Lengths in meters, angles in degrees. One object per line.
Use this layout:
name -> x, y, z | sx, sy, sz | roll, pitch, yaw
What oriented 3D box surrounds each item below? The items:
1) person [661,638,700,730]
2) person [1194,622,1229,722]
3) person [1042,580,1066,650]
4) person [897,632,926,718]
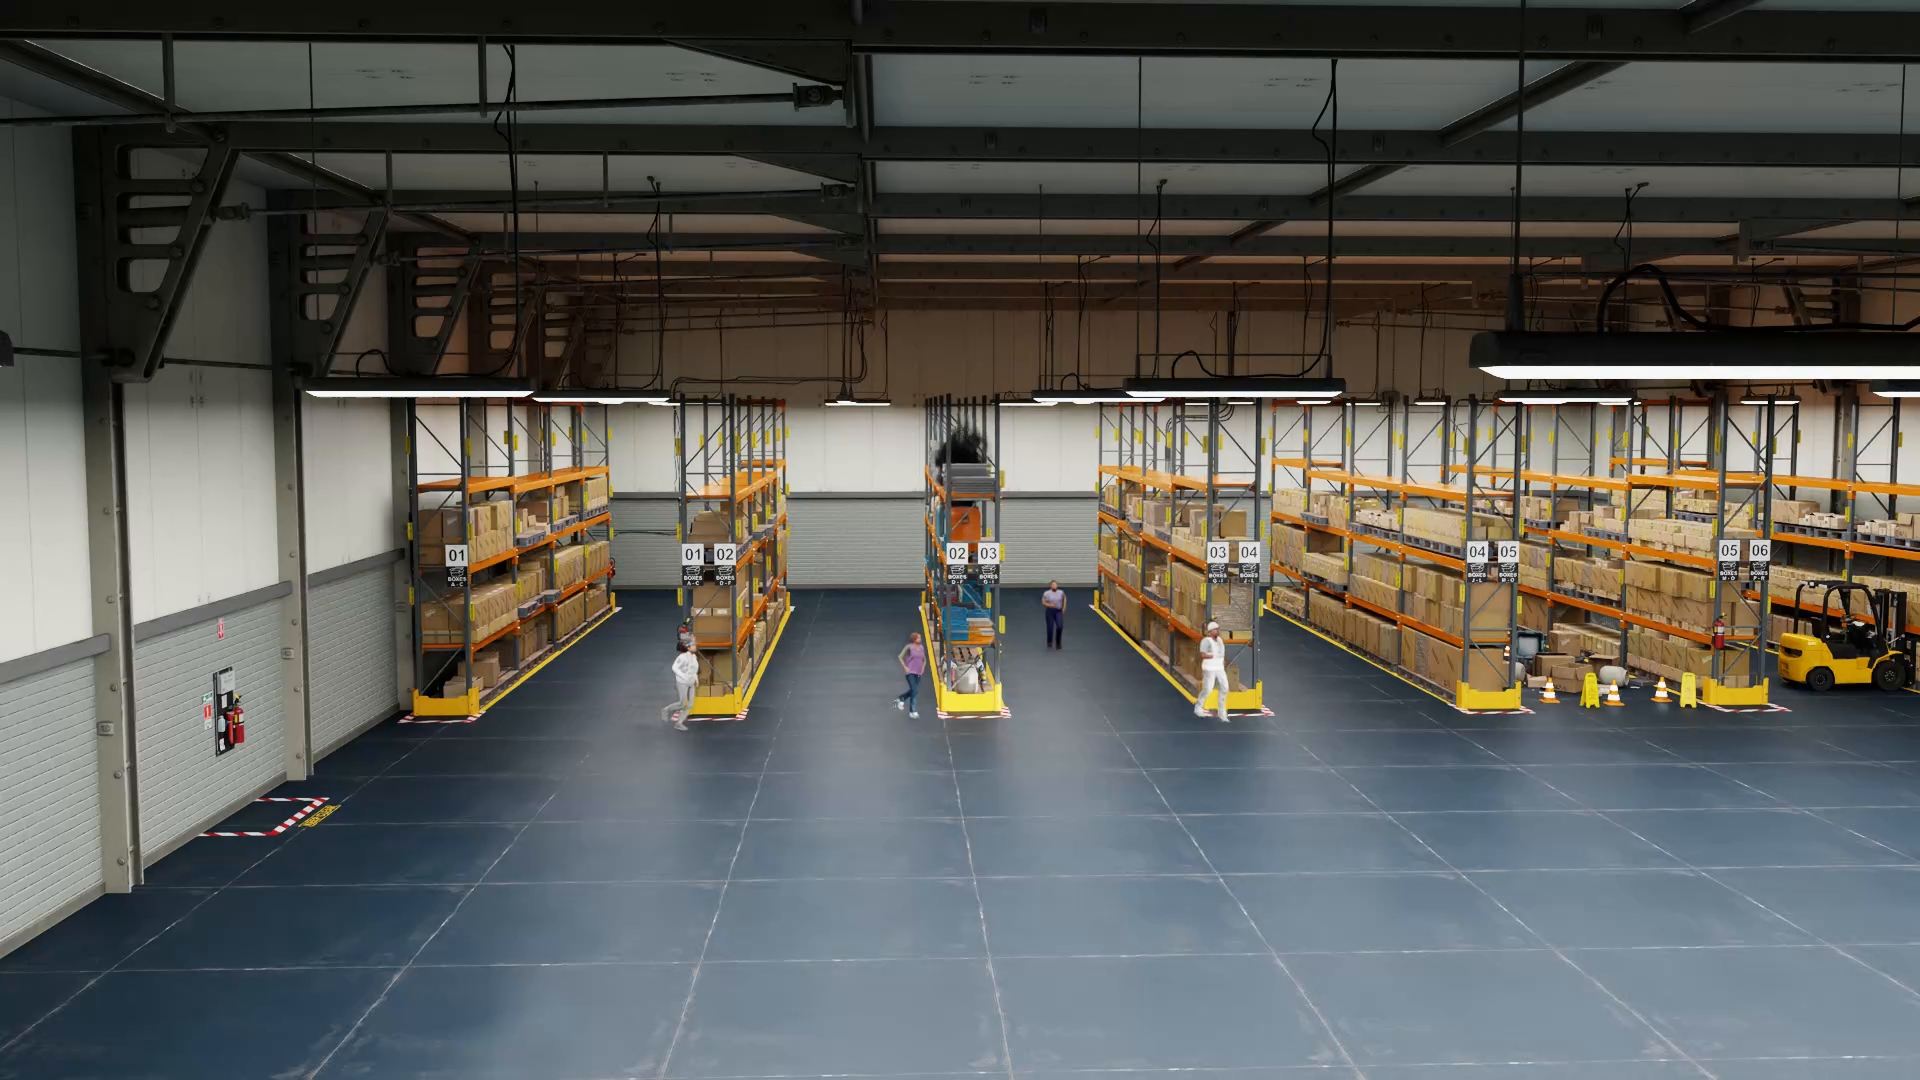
person -> -4.983, 2.564, 29.913 | 0.599, 1.615, 0.661 | 3, 5, 30
person -> 4.626, 2.432, 30.508 | 0.674, 1.870, 0.693 | -4, 6, -41
person -> 2.246, 1.799, 39.538 | 0.613, 1.704, 0.711 | 0, 5, -6
person -> -0.897, 2.508, 31.052 | 0.560, 1.571, 0.665 | -4, 6, -39
